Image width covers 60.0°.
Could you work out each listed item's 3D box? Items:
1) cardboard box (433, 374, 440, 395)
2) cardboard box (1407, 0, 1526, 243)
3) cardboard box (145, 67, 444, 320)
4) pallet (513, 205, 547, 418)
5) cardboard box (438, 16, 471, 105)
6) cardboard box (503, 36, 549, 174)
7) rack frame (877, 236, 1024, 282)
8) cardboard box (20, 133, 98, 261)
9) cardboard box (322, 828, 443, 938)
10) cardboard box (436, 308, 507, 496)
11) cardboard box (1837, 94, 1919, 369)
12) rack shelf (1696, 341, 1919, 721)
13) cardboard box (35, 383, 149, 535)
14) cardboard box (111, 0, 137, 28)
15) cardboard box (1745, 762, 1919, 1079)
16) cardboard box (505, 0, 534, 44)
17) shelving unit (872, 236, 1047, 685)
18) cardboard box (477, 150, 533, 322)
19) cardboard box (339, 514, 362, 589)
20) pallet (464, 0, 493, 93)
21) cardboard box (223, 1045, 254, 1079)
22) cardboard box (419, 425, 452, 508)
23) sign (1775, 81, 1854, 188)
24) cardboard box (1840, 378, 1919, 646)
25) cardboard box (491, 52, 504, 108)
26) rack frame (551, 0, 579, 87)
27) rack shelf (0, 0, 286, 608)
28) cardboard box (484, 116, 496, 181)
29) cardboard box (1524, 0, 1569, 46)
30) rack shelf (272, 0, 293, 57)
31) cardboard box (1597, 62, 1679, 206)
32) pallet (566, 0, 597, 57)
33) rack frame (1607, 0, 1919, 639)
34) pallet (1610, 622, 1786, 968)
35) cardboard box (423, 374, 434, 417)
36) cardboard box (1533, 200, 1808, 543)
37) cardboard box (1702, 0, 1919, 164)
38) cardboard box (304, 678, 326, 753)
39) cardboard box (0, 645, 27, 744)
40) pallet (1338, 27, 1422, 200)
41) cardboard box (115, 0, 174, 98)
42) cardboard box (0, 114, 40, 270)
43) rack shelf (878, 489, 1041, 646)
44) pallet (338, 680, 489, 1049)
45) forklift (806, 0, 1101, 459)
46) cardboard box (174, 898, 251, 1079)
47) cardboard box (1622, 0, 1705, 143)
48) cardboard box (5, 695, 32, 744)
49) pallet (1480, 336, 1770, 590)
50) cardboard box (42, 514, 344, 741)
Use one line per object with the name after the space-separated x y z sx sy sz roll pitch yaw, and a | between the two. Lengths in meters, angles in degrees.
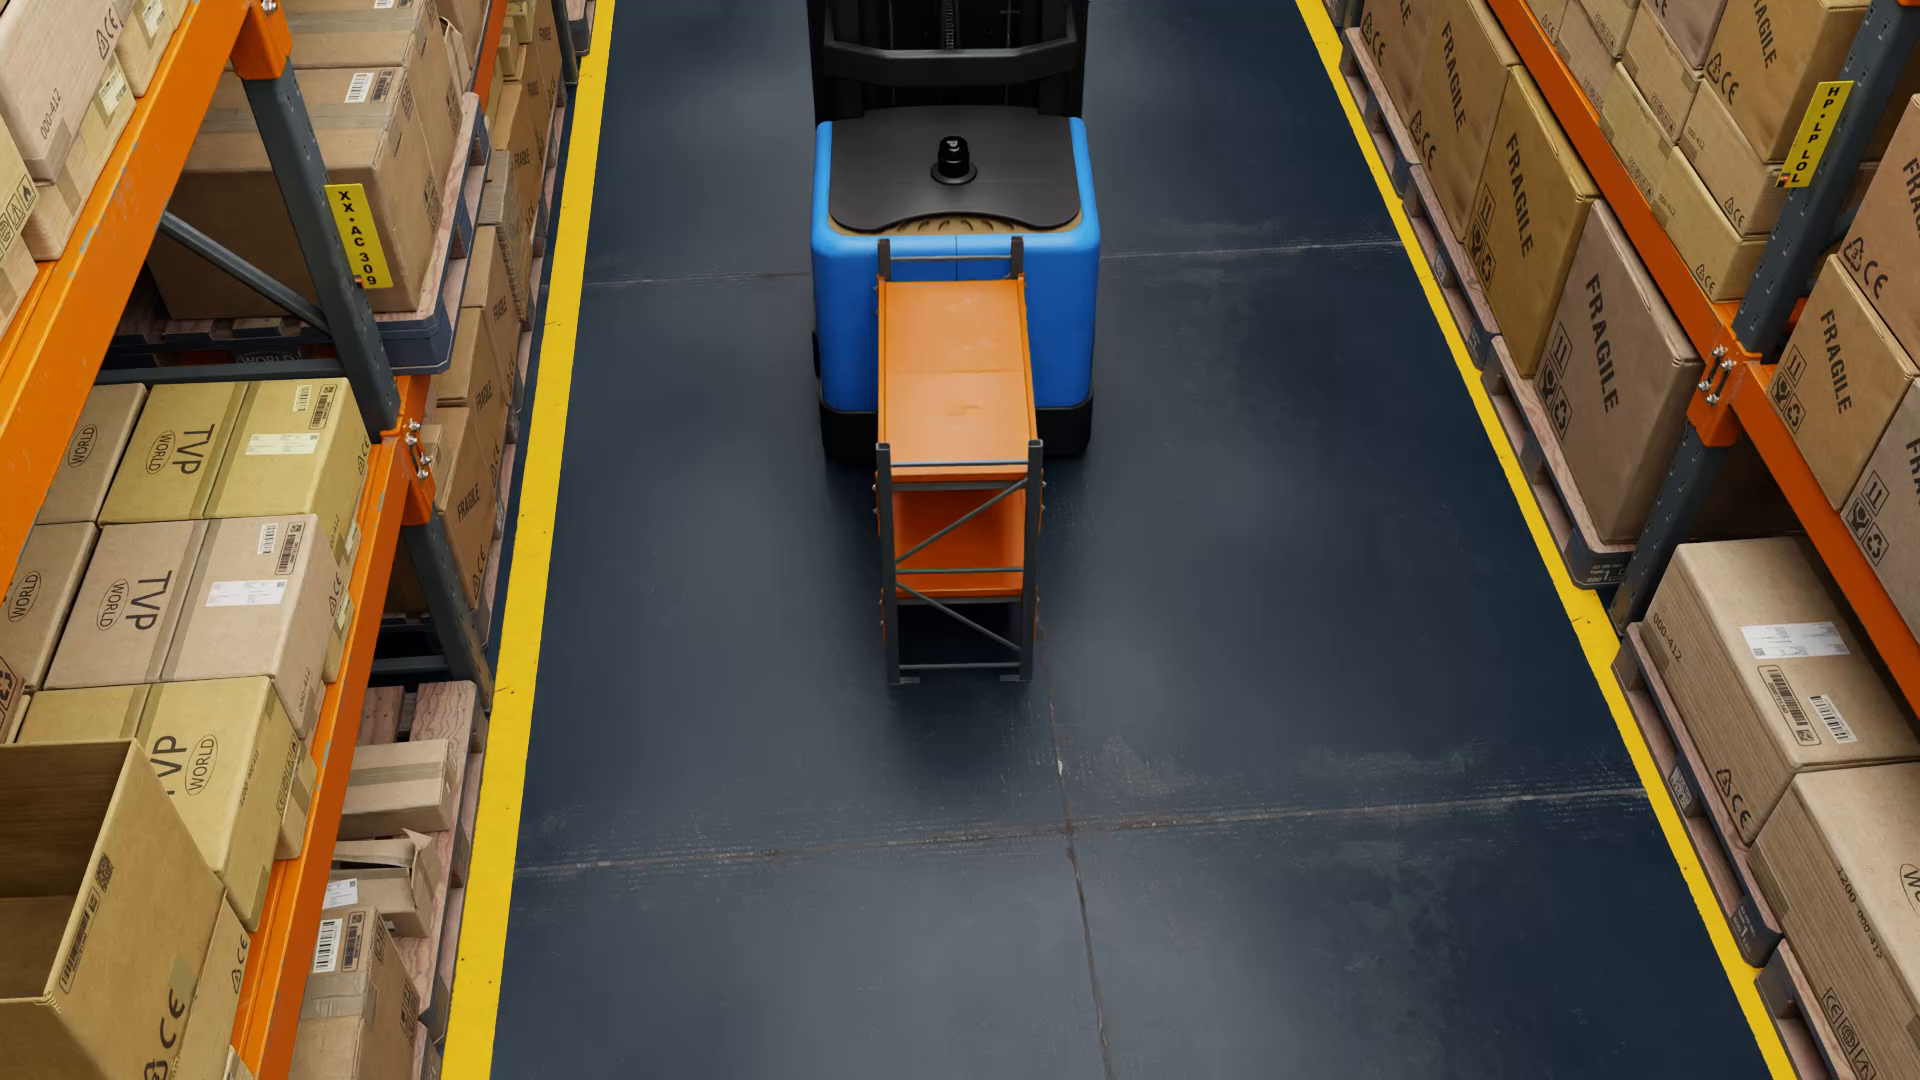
-2.006 -0.616 5.753 0.380 0.149 0.250 -6 47 -5 | cardboard box
2.548 -1.913 7.170 0.875 0.875 0.875 -3 47 -3 | cardboard box
-1.926 -0.994 4.767 0.700 0.500 0.500 -2 47 -2 | cardboard box
-2.319 -0.964 7.017 1.003 0.211 1.213 -3 47 -3 | pallet
-1.842 -1.578 5.482 0.396 0.266 0.258 -1 47 -1 | cardboard box
-2.162 -1.975 7.487 0.500 0.500 0.500 -4 47 -4 | cardboard box
-0.031 -0.637 6.078 0.500 1.125 0.032 -1 47 -1 | rack frame
-1.736 -0.604 2.863 0.380 0.149 0.250 -4 47 -3 | cardboard box
-1.739 0.988 4.842 0.396 0.266 0.258 -2 47 -2 | cardboard box
-1.979 -0.485 6.076 0.500 0.500 0.500 -4 47 -4 | cardboard box
2.636 -0.775 4.160 0.500 0.500 0.500 -3 47 -3 | cardboard box
3.005 0.938 3.791 1.077 0.370 4.000 -3 47 -3 | rack shelf
-2.336 -0.128 4.203 0.500 0.250 0.500 -4 47 -4 | cardboard box
-1.818 -1.200 3.153 0.500 0.250 0.500 -3 47 -3 | cardboard box
2.859 1.089 4.628 0.875 0.438 0.875 -5 47 -4 | cardboard box
-2.096 -2.316 7.363 0.380 0.149 0.250 -6 47 -5 | cardboard box
-0.016 -0.268 5.729 0.538 1.125 1.048 -1 47 -1 | shelving unit
-2.053 -1.222 6.774 0.500 0.500 0.500 -5 47 -5 | cardboard box
-1.786 0.037 4.322 0.380 0.149 0.250 -2 47 -2 | cardboard box
-2.276 -1.873 6.090 1.003 0.211 1.213 -3 47 -3 | pallet
-1.628 1.150 3.268 0.380 0.149 0.250 -3 47 -2 | cardboard box
-1.873 -0.235 5.392 0.380 0.149 0.250 -1 47 -1 | cardboard box
2.298 -1.087 4.470 0.100 0.325 0.005 -3 47 -3 | sign
2.654 -0.071 4.182 0.500 0.500 0.500 -3 47 -3 | cardboard box
-2.141 -1.929 6.997 0.380 0.149 0.250 -2 47 -2 | cardboard box
-2.443 -3.346 7.353 1.000 3.000 0.127 -3 47 -3 | rack frame
-1.941 0.211 2.413 1.077 0.370 4.000 -3 47 -3 | rack shelf
-2.066 -1.550 6.638 0.380 0.149 0.250 -6 47 -5 | cardboard box
2.437 -2.122 6.297 0.500 0.250 0.500 -3 47 -3 | cardboard box
-2.276 -2.683 5.154 1.077 0.370 4.000 -3 47 -3 | rack shelf
2.508 -1.382 5.596 0.500 0.250 0.500 -4 47 -4 | cardboard box
-2.473 -2.985 8.931 1.003 0.211 1.213 -3 47 -3 | pallet
2.838 -0.756 4.900 1.000 3.000 0.127 -3 47 -3 | rack frame
2.823 0.758 5.387 1.003 0.211 1.213 -3 47 -3 | pallet
-1.943 -0.523 5.460 0.380 0.149 0.250 -6 47 -5 | cardboard box
2.706 -0.613 5.939 0.875 0.875 0.875 -2 47 -2 | cardboard box
2.550 -1.442 4.792 0.500 0.500 0.500 -2 47 -2 | cardboard box
-1.746 0.415 3.964 0.380 0.149 0.250 -2 47 -2 | cardboard box
-2.249 0.333 3.250 0.500 0.500 0.500 -5 47 -4 | cardboard box
2.494 -2.116 8.109 1.003 0.211 1.213 -3 47 -3 | pallet
-1.766 -0.977 3.216 0.380 0.149 0.250 -4 47 -3 | cardboard box
-1.733 -0.453 2.446 0.500 0.250 0.500 -3 47 -2 | cardboard box
-0.016 -0.099 5.906 0.538 0.278 1.000 -1 47 -1 | rack shelf
-2.052 1.004 5.154 1.003 0.211 1.213 -3 47 -3 | pallet
-0.055 -2.380 6.485 1.130 2.935 3.031 -1 47 -1 | forklift
-1.695 0.947 3.185 0.500 0.250 0.500 -5 47 -4 | cardboard box
2.509 -1.542 5.403 0.500 0.250 0.500 -2 47 -2 | cardboard box
-2.246 0.608 3.506 0.500 0.250 0.500 -3 47 -2 | cardboard box
2.698 -0.351 6.437 1.003 0.211 1.213 -3 47 -3 | pallet
-1.766 0.213 3.881 0.500 0.250 0.500 -3 47 -3 | cardboard box
